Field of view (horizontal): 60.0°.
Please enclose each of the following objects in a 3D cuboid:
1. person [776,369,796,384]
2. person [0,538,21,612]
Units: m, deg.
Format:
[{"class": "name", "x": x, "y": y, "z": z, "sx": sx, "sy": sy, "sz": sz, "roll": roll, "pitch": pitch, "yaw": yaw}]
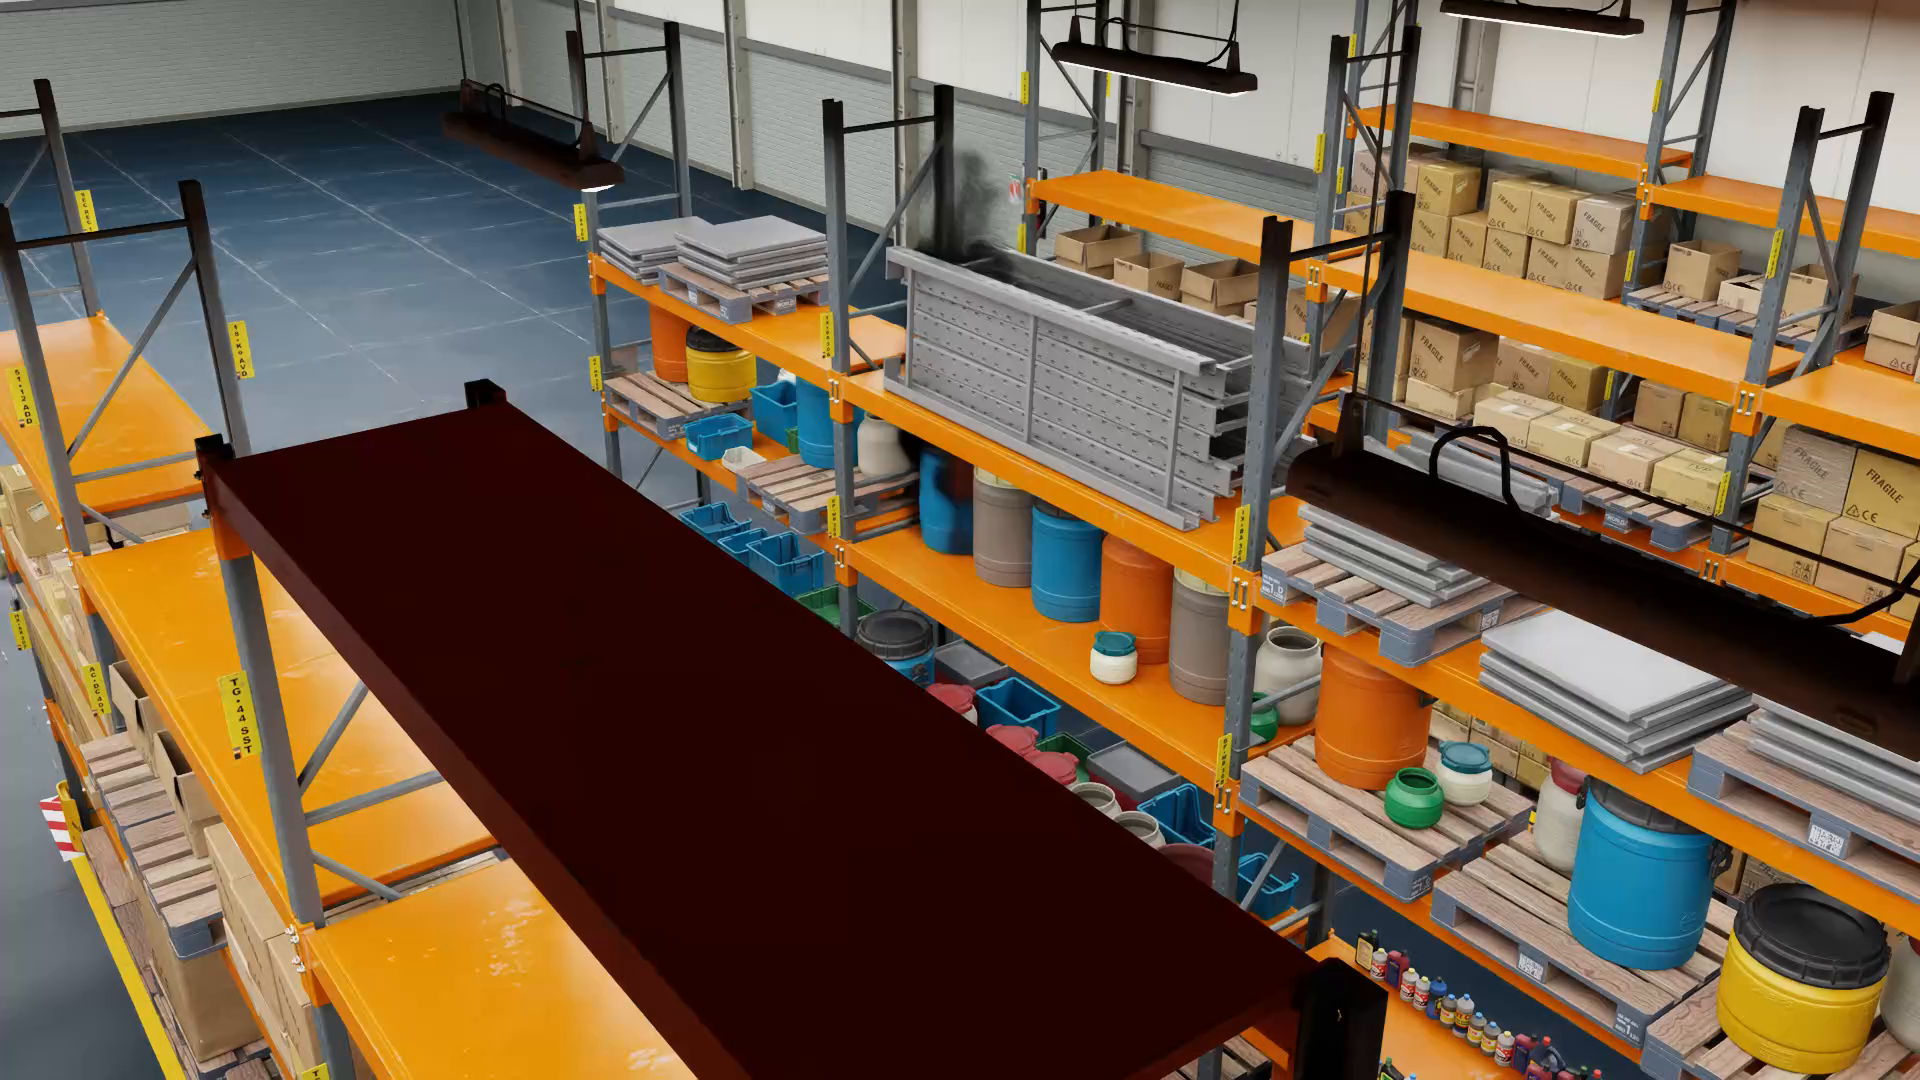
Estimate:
[{"class": "person", "x": -2.090, "y": -1.518, "z": 20.170, "sx": 0.678, "sy": 1.741, "sz": 0.692, "roll": -8, "pitch": 26, "yaw": -17}, {"class": "person", "x": -9.065, "y": 0.469, "z": 16.157, "sx": 0.715, "sy": 1.525, "sz": 0.525, "roll": -1, "pitch": 25, "yaw": -1}]
